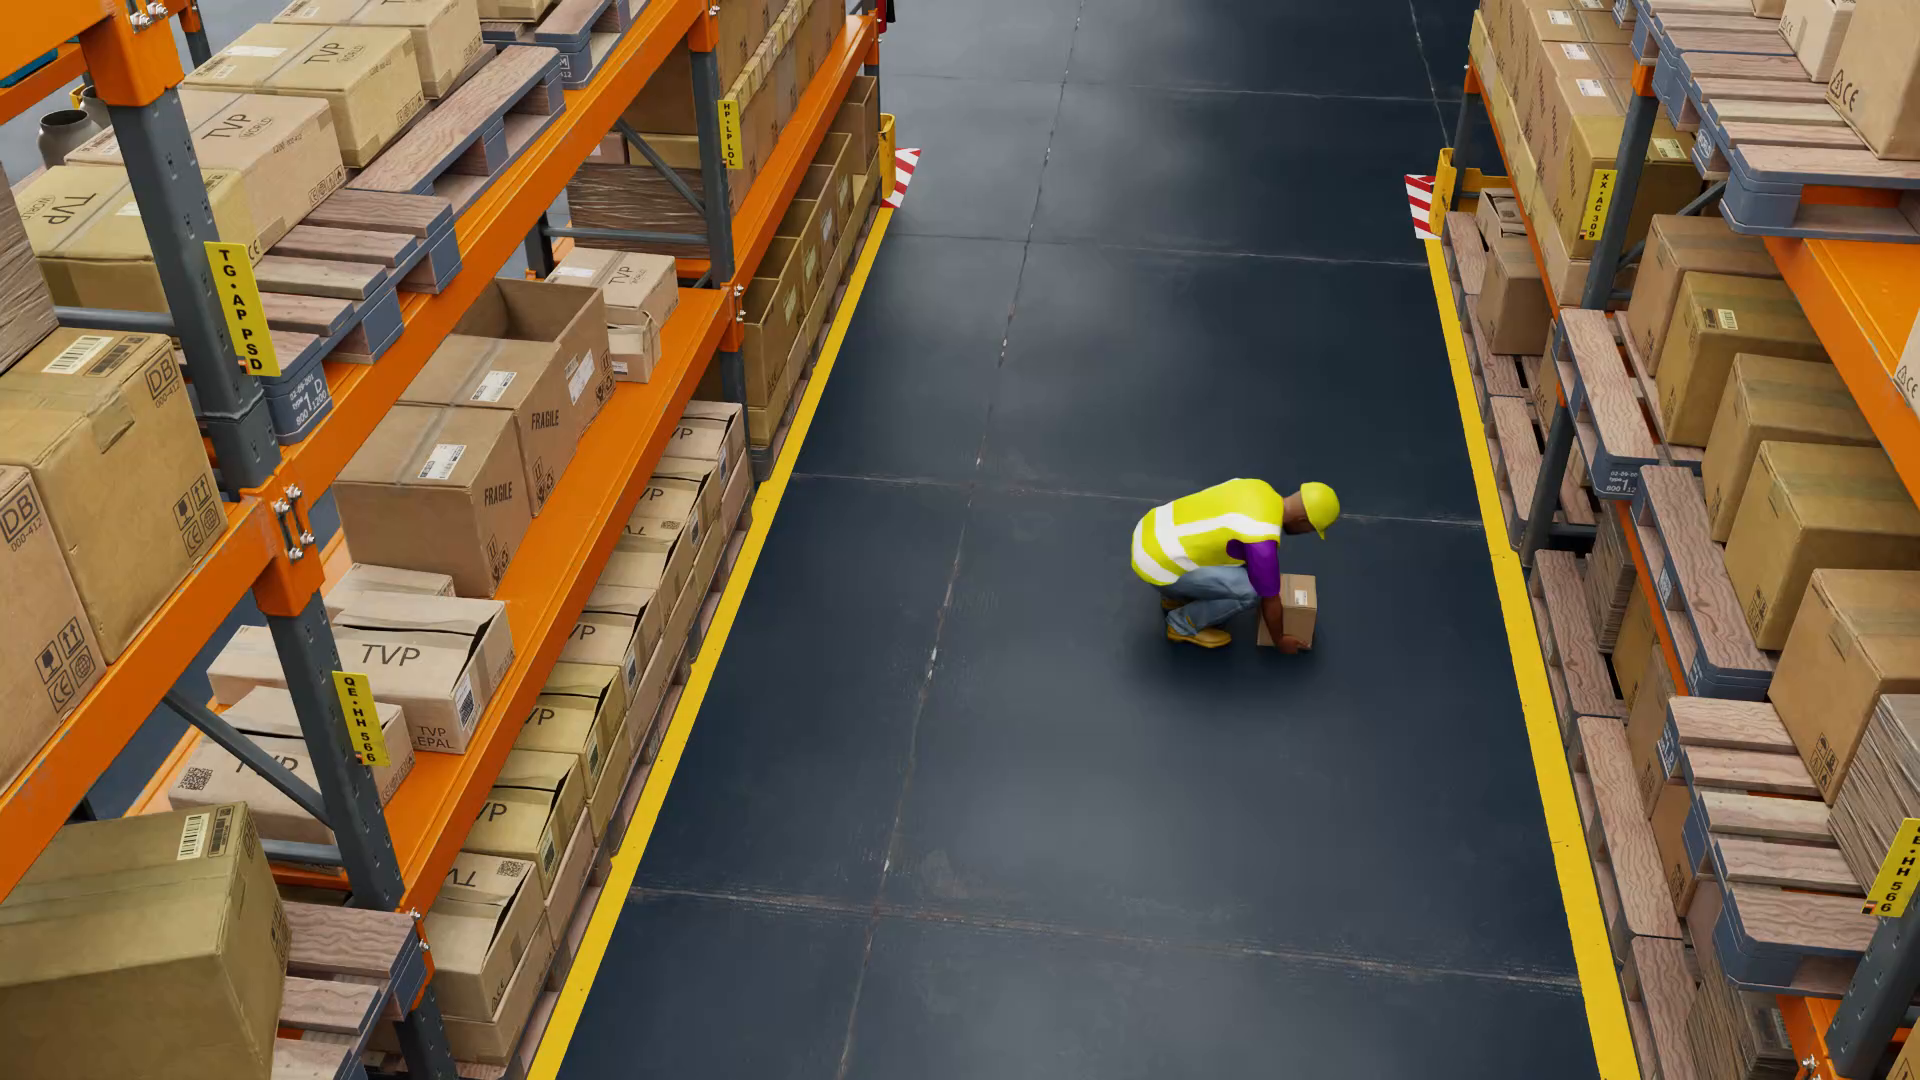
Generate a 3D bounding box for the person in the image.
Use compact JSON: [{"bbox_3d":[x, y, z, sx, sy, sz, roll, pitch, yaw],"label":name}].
[{"bbox_3d":[1.262,0.103,7.770,0.927,0.901,0.540,5,36,7],"label":"person"}]
